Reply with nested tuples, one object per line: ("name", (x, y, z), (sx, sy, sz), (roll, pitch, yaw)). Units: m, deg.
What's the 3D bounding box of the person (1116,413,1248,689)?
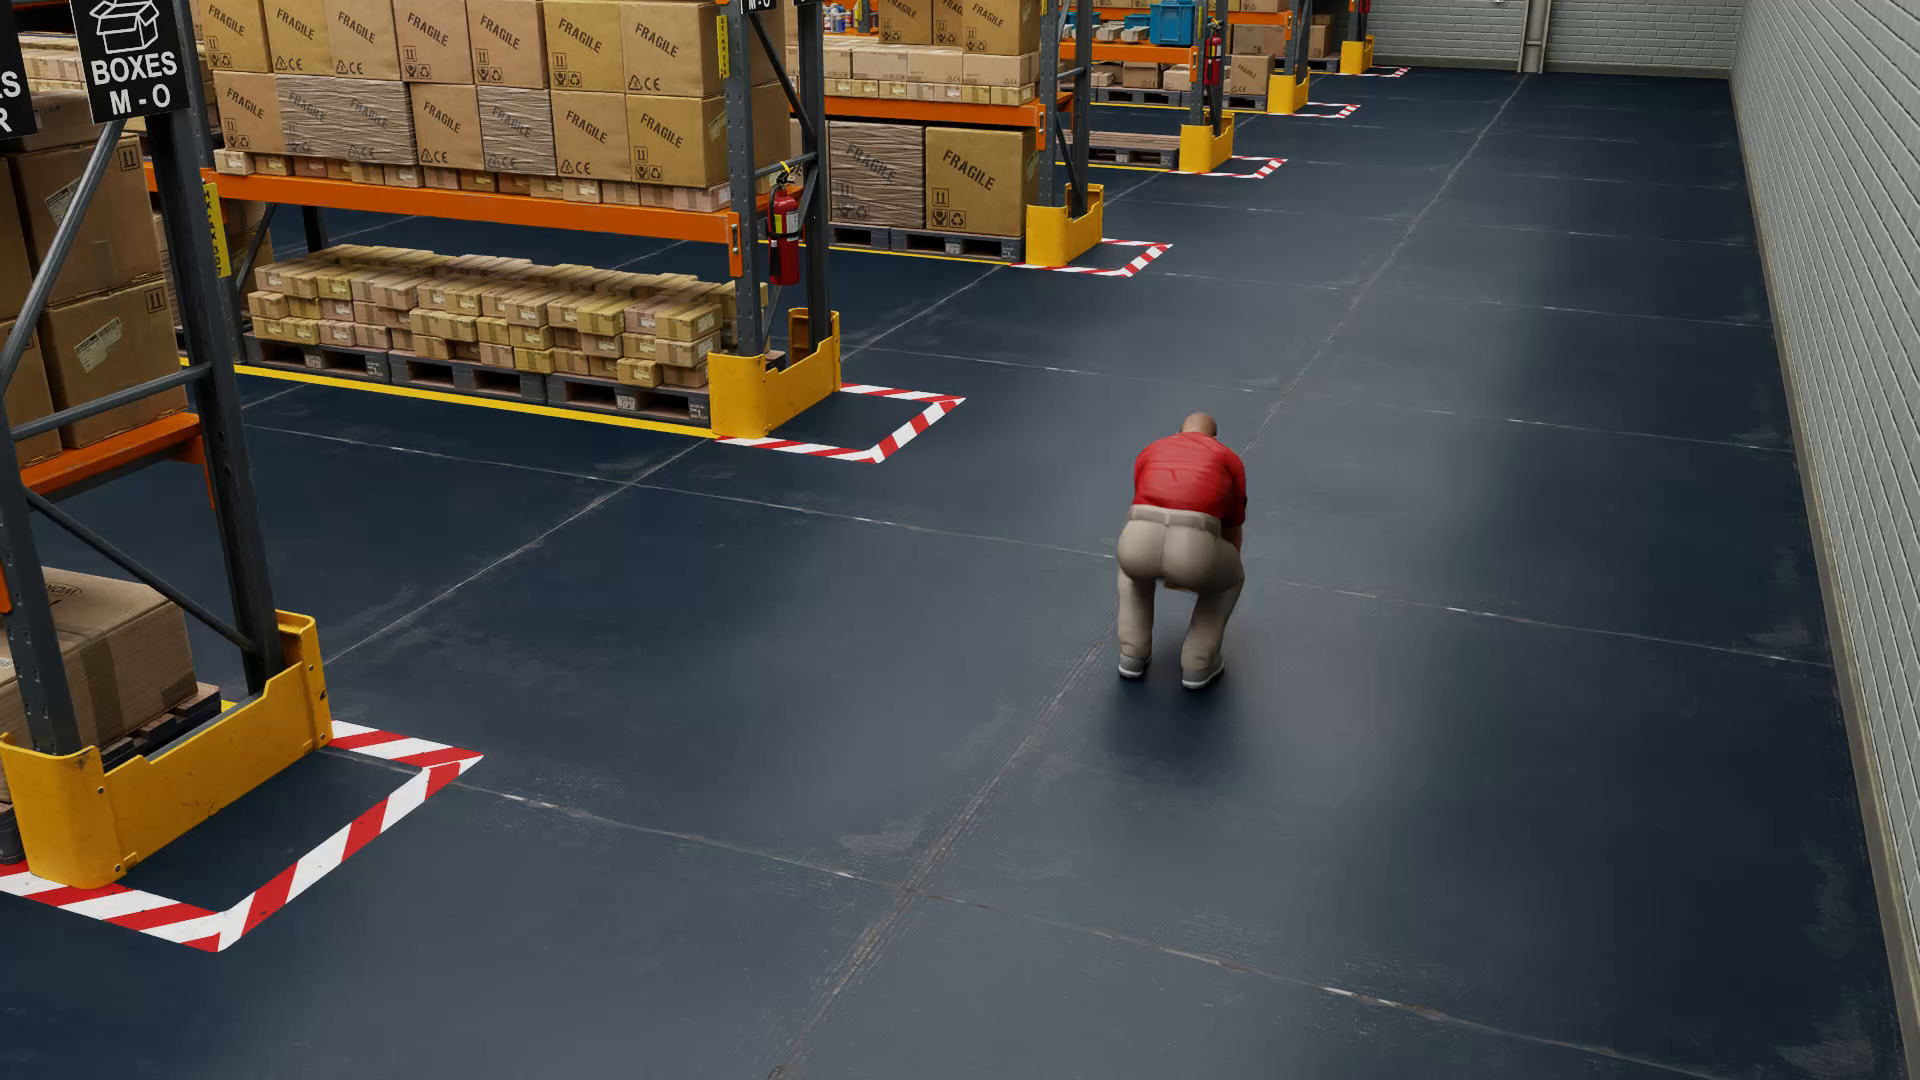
("person", (0.933, 0.046, 6.999), (0.544, 0.978, 0.925), (8, 23, 18))
